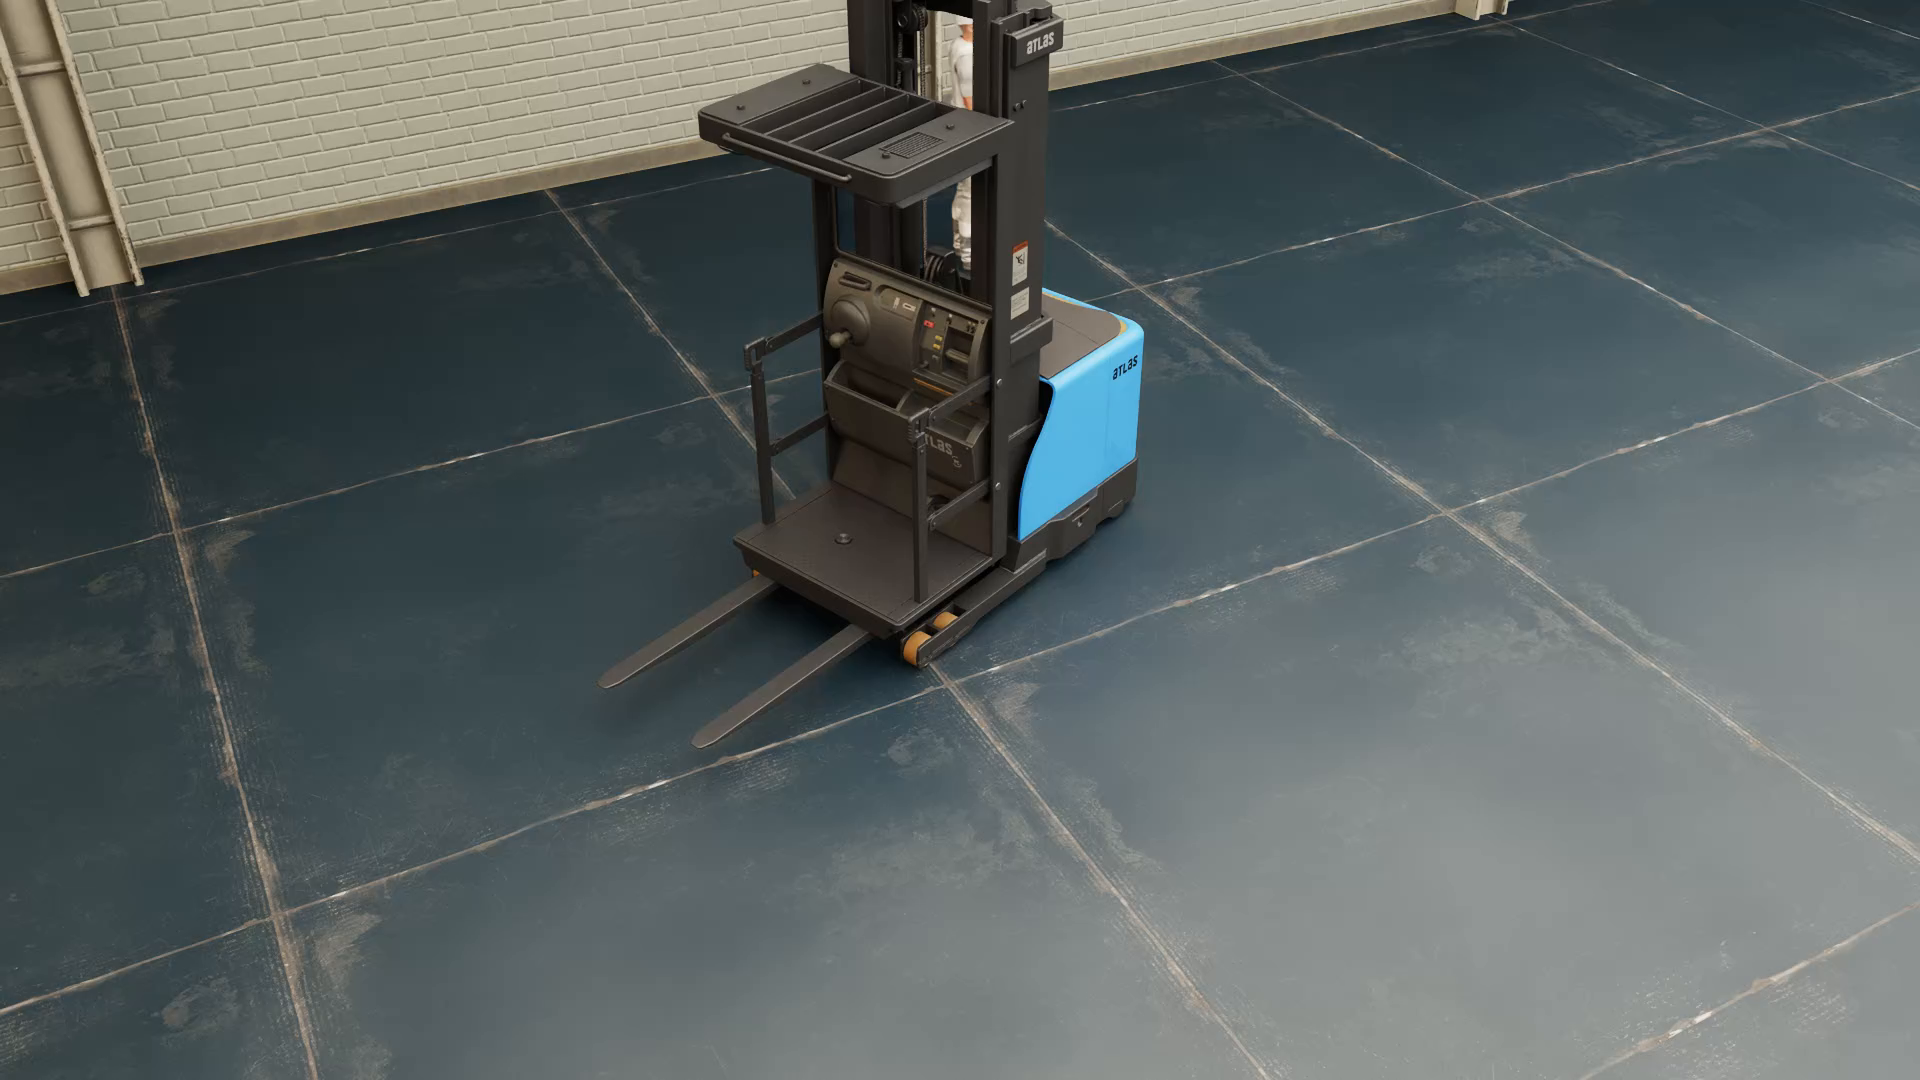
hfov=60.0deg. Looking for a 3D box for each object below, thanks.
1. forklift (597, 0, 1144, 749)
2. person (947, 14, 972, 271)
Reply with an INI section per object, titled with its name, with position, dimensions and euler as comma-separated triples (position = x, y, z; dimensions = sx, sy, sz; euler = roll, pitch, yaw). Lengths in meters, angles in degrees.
[forklift]
position = -0.390, -0.927, 7.434
dimensions = 1.130, 2.935, 3.031
euler = 26, 43, 31
[person]
position = 0.107, -2.660, 10.875
dimensions = 0.368, 1.795, 0.525
euler = -5, 36, -6
